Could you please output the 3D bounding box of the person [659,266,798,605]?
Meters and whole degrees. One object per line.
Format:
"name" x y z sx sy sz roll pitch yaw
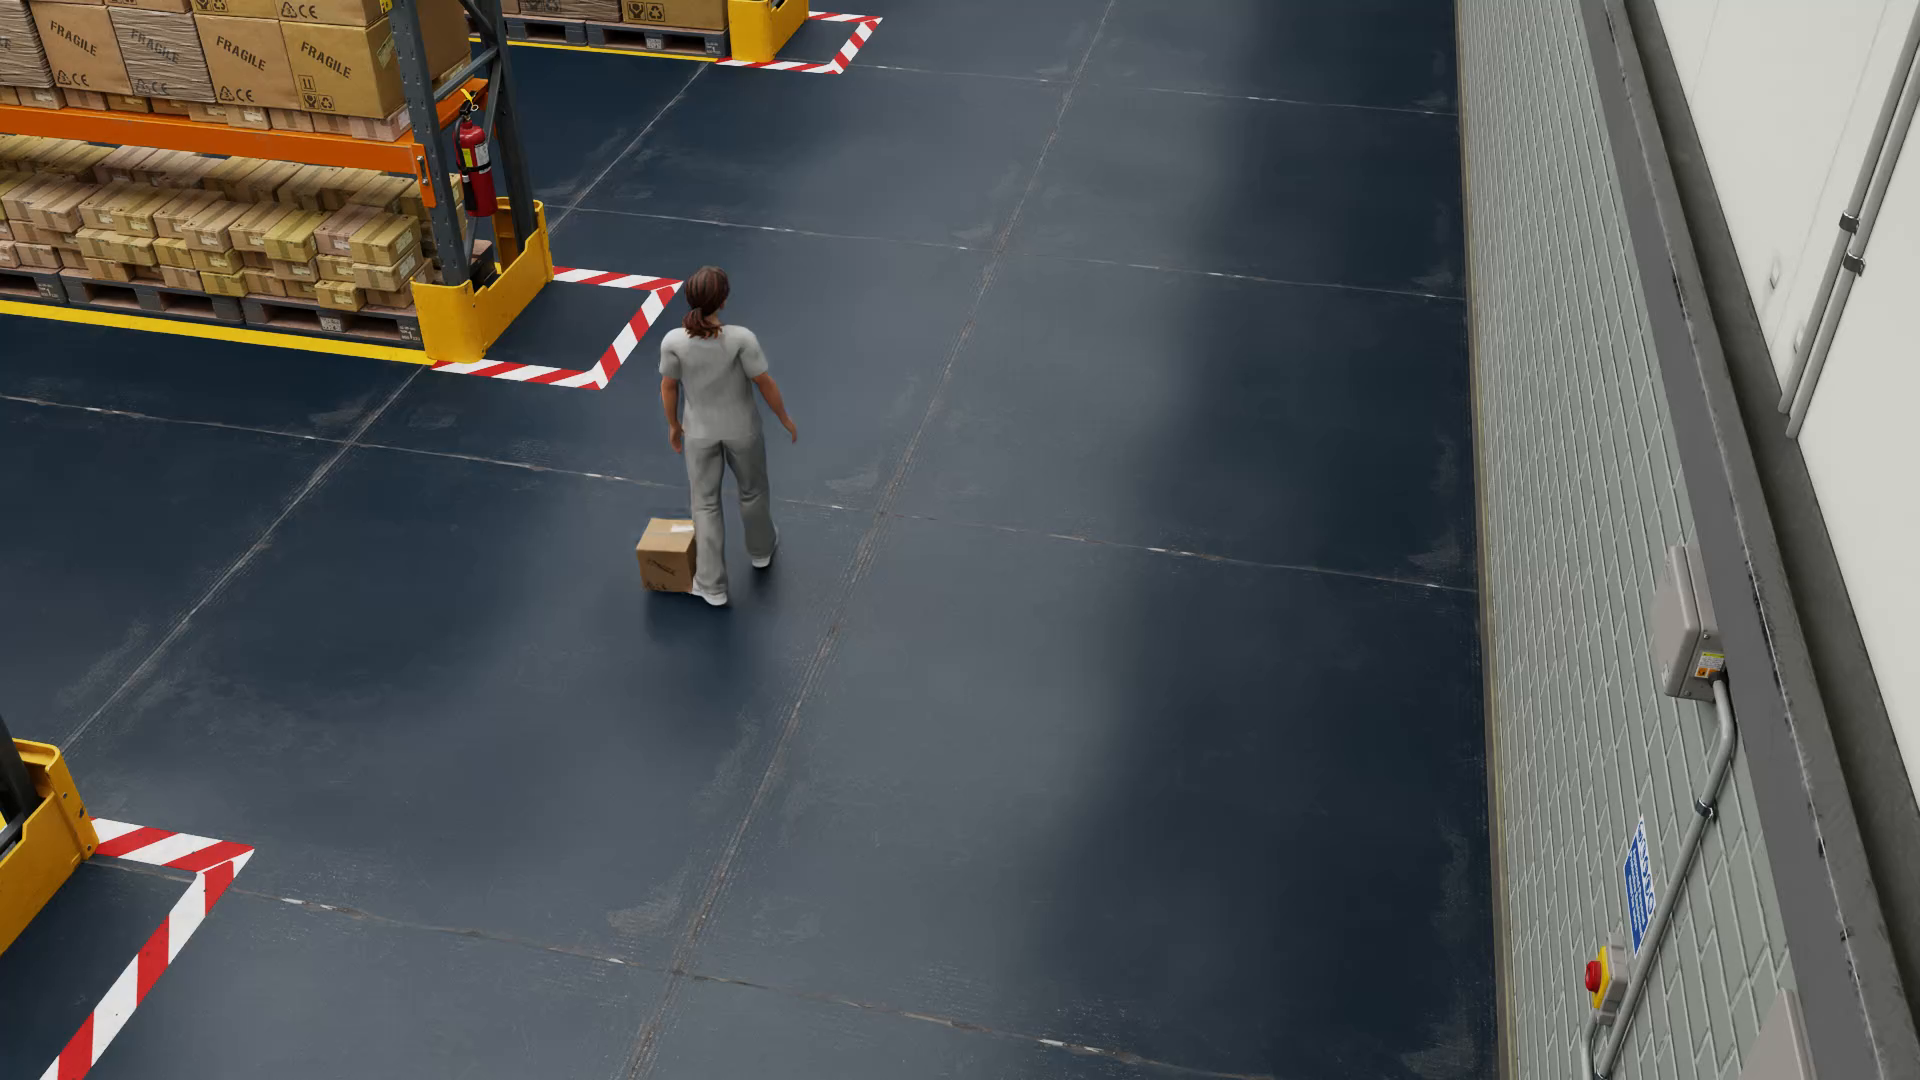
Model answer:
"person" -1.058 -0.522 7.644 0.614 1.664 0.615 -2 37 -3
